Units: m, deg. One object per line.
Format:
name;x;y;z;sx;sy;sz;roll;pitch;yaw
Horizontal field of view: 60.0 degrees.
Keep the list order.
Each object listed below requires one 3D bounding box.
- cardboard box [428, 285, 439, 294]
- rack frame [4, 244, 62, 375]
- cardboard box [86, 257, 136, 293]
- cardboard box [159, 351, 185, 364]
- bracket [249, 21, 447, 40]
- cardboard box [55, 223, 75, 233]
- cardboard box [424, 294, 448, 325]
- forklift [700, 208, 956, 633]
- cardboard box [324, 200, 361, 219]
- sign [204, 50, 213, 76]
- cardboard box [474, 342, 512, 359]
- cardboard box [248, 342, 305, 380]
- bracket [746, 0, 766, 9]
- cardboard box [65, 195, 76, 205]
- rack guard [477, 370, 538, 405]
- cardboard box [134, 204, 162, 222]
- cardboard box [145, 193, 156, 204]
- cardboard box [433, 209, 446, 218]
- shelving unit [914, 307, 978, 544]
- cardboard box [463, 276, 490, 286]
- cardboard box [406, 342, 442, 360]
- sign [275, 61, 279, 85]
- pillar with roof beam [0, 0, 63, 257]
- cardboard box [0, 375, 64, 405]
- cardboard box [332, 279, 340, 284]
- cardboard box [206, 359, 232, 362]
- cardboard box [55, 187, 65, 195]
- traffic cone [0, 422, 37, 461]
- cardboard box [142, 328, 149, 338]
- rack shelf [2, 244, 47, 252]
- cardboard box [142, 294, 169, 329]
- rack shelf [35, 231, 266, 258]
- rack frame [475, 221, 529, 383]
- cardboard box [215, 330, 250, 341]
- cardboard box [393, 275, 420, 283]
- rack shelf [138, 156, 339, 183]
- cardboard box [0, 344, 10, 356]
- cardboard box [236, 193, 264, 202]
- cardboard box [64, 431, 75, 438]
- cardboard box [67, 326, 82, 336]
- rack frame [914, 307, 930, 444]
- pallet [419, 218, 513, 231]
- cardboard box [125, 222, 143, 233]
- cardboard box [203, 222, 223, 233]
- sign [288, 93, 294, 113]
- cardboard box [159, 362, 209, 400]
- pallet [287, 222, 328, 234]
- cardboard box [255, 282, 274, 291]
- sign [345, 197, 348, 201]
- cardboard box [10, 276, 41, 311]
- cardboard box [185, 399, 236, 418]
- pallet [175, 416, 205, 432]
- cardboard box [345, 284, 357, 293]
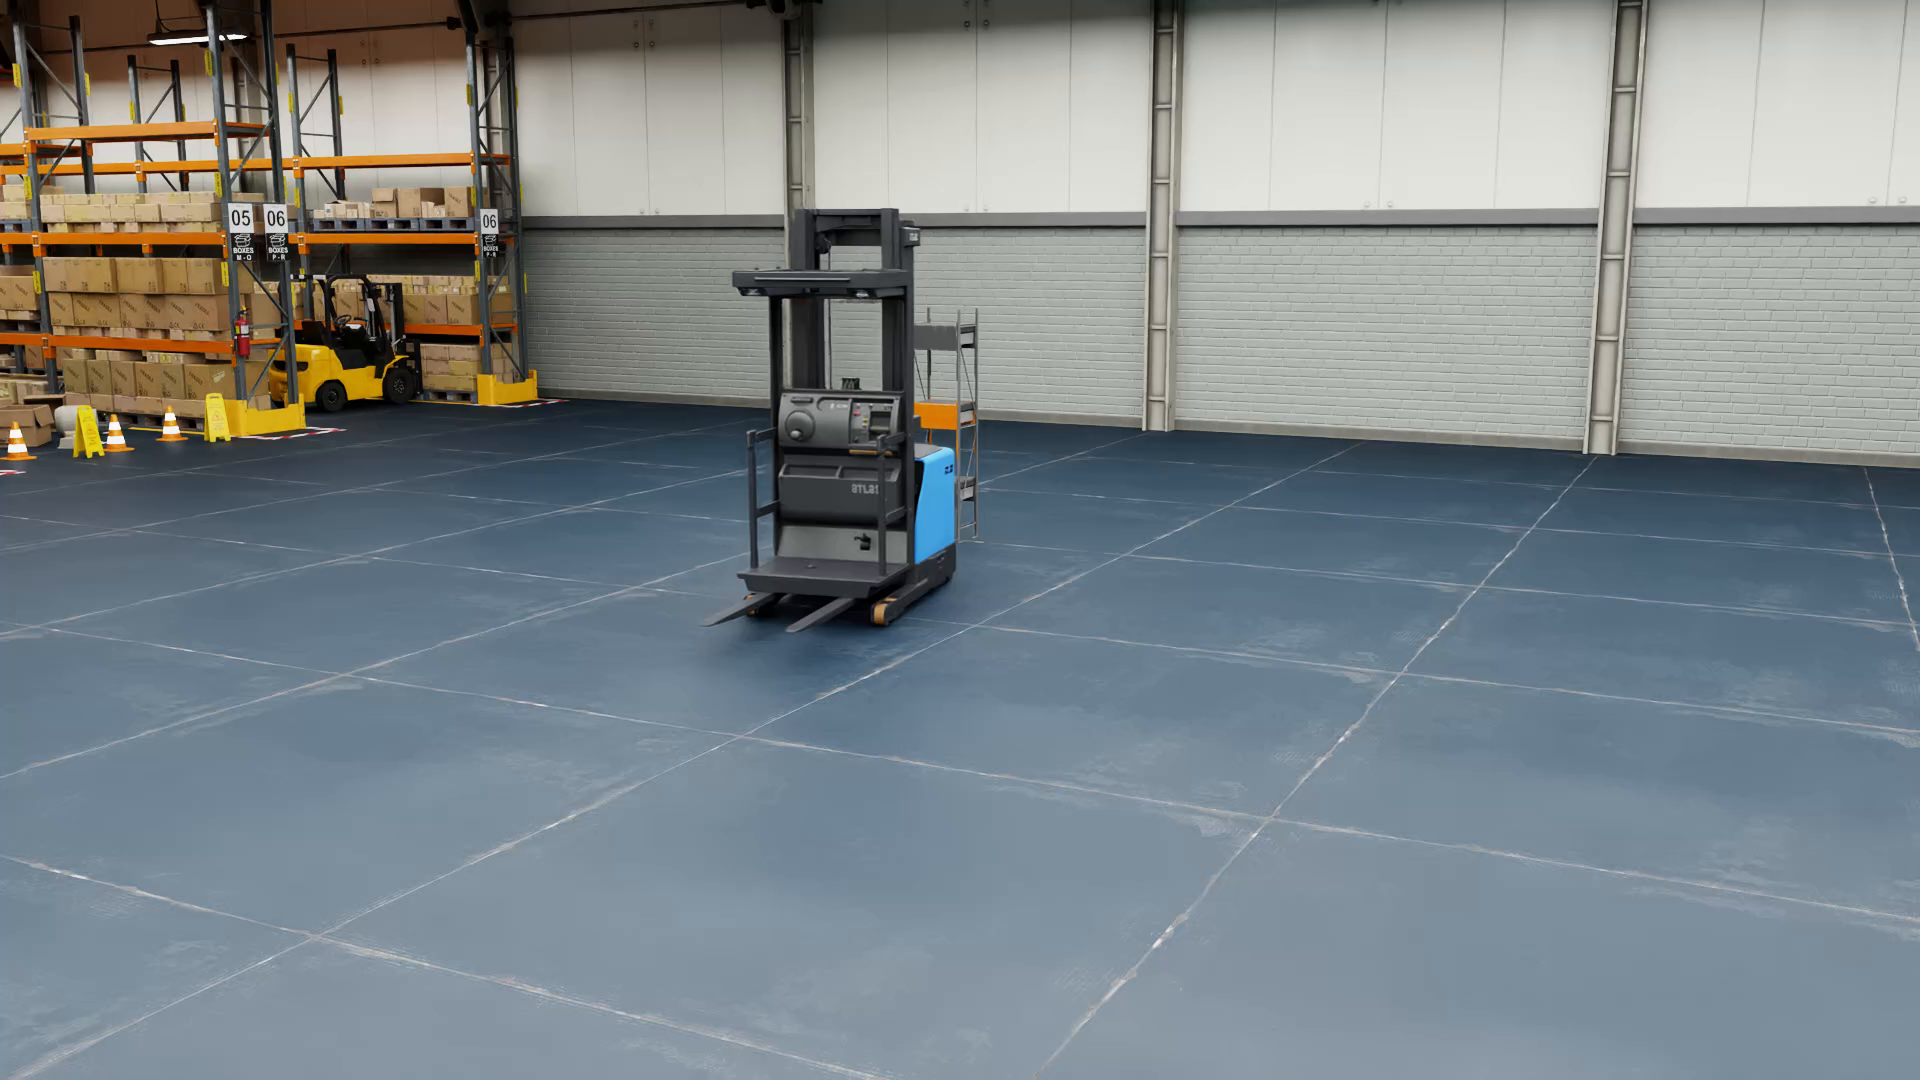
cardboard box;-8.767;-4.235;28.106;0.250;0.149;0.380;5;11;25
rack frame;-18.428;-4.763;33.123;0.127;3.000;1.000;5;11;26
cardboard box;-12.261;-3.870;24.267;0.500;0.500;0.700;5;11;25
cardboard box;-11.276;-2.626;23.931;0.250;0.149;0.380;5;12;27
bracket;-10.732;-8.918;29.131;4.783;0.066;0.076;5;11;26
cardboard box;-13.066;-4.598;24.496;0.250;0.149;0.380;5;11;26
cardboard box;-8.685;-3.906;28.106;0.500;0.500;0.500;5;12;28
forklift;-0.947;-0.906;12.007;1.130;2.935;3.031;3;11;17
cardboard box;-10.615;-5.716;28.757;0.500;0.311;0.500;5;12;27
sign;-10.123;-6.427;22.404;0.005;0.325;0.100;5;11;26
cardboard box;-8.014;-3.231;28.393;0.500;0.250;0.500;5;11;25
cardboard box;-12.419;-3.272;30.376;0.625;0.625;0.875;5;11;25
bracket;-3.041;-8.242;25.397;0.430;0.232;0.235;5;11;26
cardboard box;-12.830;-4.969;24.307;0.250;0.149;0.380;5;11;24
rack guard;-7.645;-2.585;28.111;0.348;0.500;1.175;5;11;26
cardboard box;-11.355;-4.650;23.663;0.500;0.250;0.500;5;12;27
cardboard box;-11.388;-4.865;23.735;0.250;0.149;0.380;5;11;24
cardboard box;-8.544;-5.442;27.700;0.250;0.149;0.380;5;11;24
shelving unit;-0.148;-1.046;15.115;0.503;2.100;0.431;5;11;26
cardboard box;-8.081;-4.326;27.775;0.250;0.149;0.380;5;11;26
cardboard box;-9.135;-3.227;28.370;0.500;0.250;0.500;5;11;27
sign;-9.619;-6.561;23.371;0.005;0.325;0.100;5;11;26
pillar with roof beam;-20.558;-7.226;29.889;0.548;9.000;9.100;5;11;26
cardboard box;-14.564;-2.350;25.991;0.625;0.372;0.950;6;12;29
cardboard box;-10.817;-4.571;29.128;0.250;0.149;0.380;5;11;27
cardboard box;-10.953;-2.397;24.486;0.500;0.500;0.500;5;11;24
cardboard box;-14.245;-5.342;25.739;0.500;0.250;0.500;5;11;25
traffic cone;-11.807;-1.246;20.815;0.334;0.463;0.336;5;11;26
cardboard box;-11.652;-3.019;24.196;0.250;0.149;0.380;5;11;26
rack shelf;-20.221;-6.042;33.791;4.000;0.370;1.077;5;11;26
cardboard box;-11.362;-3.299;23.917;0.500;0.500;0.500;5;11;26
rack shelf;-11.653;-4.304;24.184;4.000;0.370;1.077;5;11;26
rack frame;-7.666;-3.817;27.899;0.127;3.000;1.000;5;11;26
cardboard box;-10.289;-2.896;23.513;0.250;0.149;0.380;5;12;28
cardboard box;-9.459;-4.446;28.438;0.250;0.149;0.380;5;11;27
rack shelf;-13.047;-6.691;30.076;4.000;0.370;1.077;5;11;26
cardboard box;-19.828;-3.836;33.842;0.500;0.500;0.700;5;11;24
cardboard box;-10.088;-4.829;23.536;0.250;0.149;0.380;5;11;25
cardboard box;-11.928;-1.402;22.558;0.380;0.149;0.250;-7;12;-33
cardboard box;-13.056;-3.128;24.796;0.250;0.149;0.380;5;12;27
rack frame;-0.367;-1.065;15.222;0.015;2.100;0.400;5;11;26
pallet;-8.289;-5.310;27.970;1.213;0.211;1.003;5;11;26
cardboard box;-11.700;-4.474;23.810;0.250;0.149;0.380;5;11;25
cardboard box;-10.303;-4.360;23.180;0.250;0.149;0.380;5;11;26
sign;-11.483;-7.495;28.532;0.005;0.325;0.100;5;11;26
cardboard box;-11.163;-2.309;24.000;0.500;0.500;0.500;6;12;28
pallet;-12.050;-5.582;29.763;1.217;0.209;0.805;5;11;24
cardboard box;-12.388;-4.537;29.773;0.250;0.149;0.380;5;11;24
sign;-11.009;-5.990;29.810;0.005;0.325;0.100;5;11;26
cardboard box;-13.962;-3.741;25.184;0.500;0.500;0.500;5;11;25
cardboard box;-10.725;-1.900;23.849;0.500;0.250;0.500;5;11;26
pallet;-10.640;-1.728;24.183;1.213;0.211;1.003;5;11;26
cardboard box;-10.417;-4.366;28.829;0.250;0.149;0.380;5;12;27
